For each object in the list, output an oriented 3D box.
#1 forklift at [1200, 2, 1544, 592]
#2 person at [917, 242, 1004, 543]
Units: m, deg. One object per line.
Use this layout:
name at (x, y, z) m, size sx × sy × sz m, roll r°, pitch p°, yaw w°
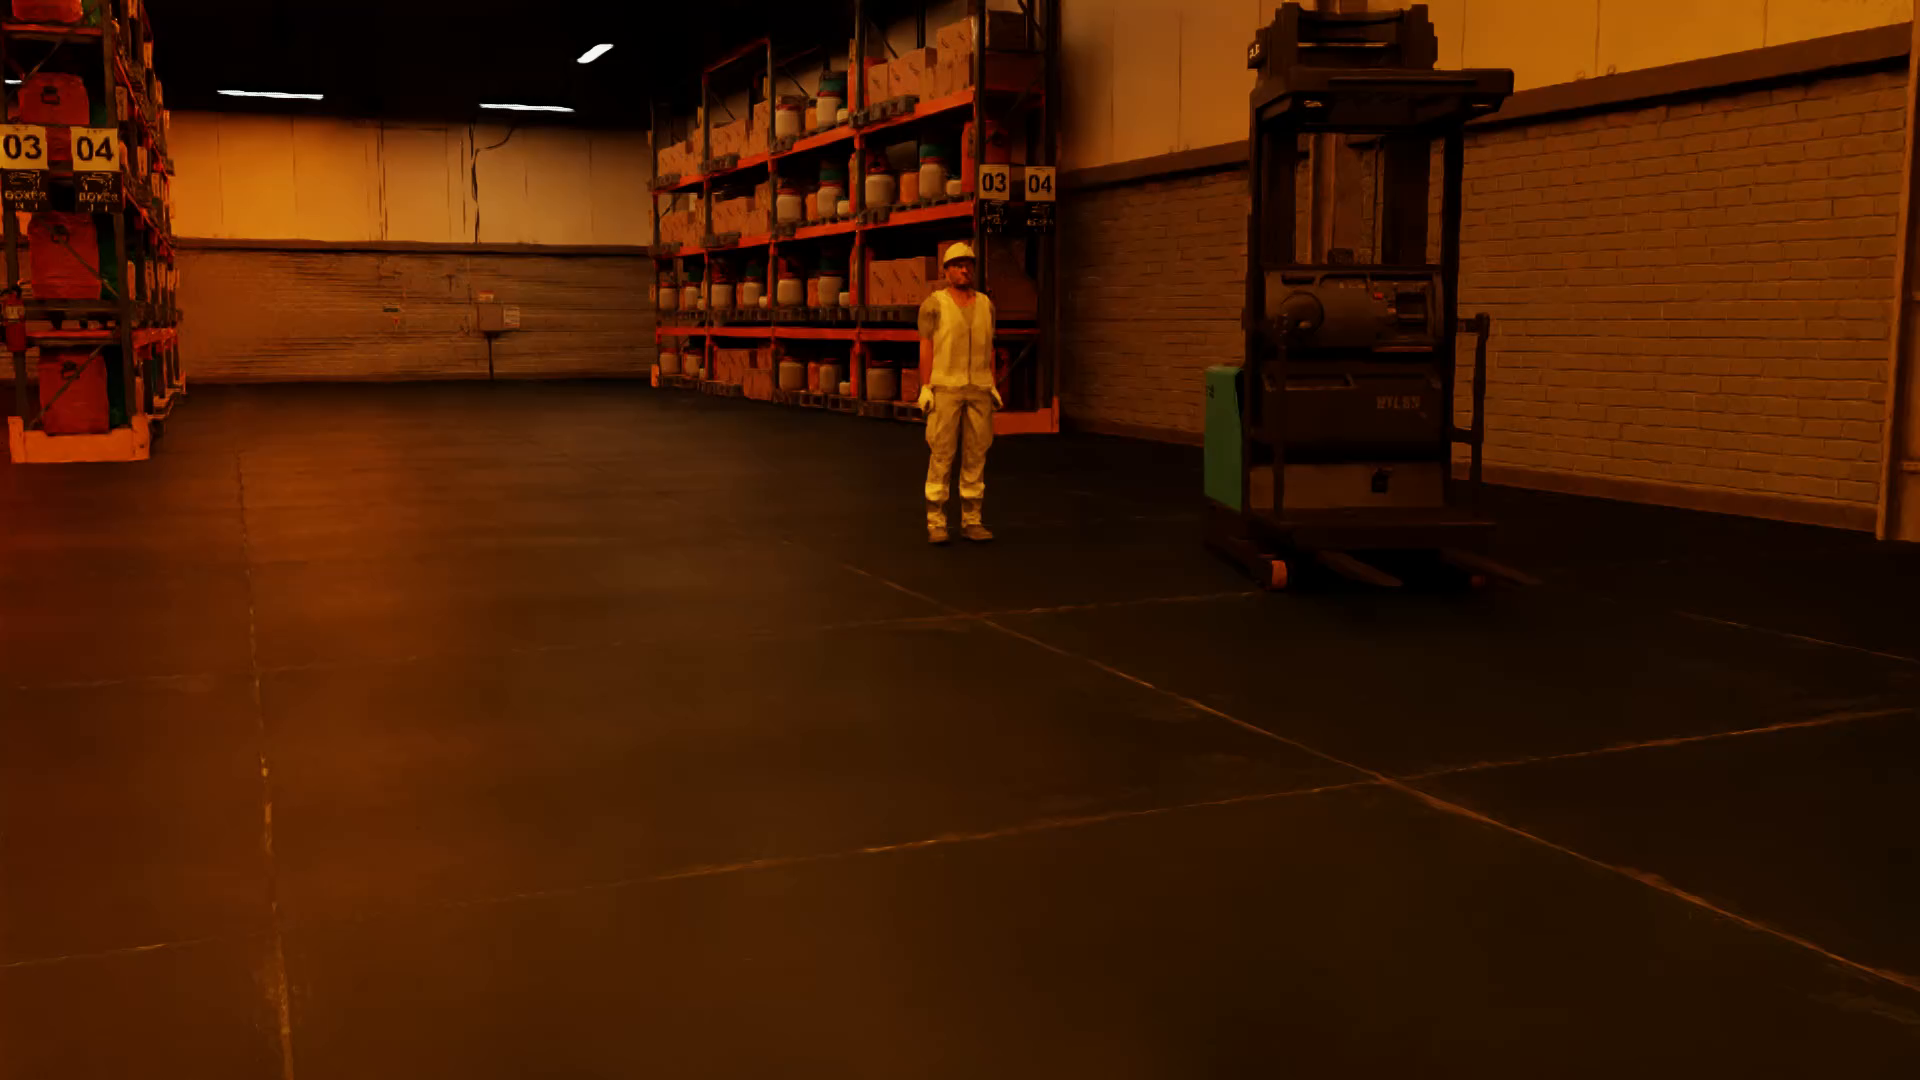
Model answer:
forklift at (2.040, -1.239, 8.340) m, size 1.130 × 2.935 × 3.031 m, roll 0°, pitch 8°, yaw -4°
person at (0.009, -0.886, 10.018) m, size 0.540 × 1.795 × 0.349 m, roll -3°, pitch 8°, yaw -23°
